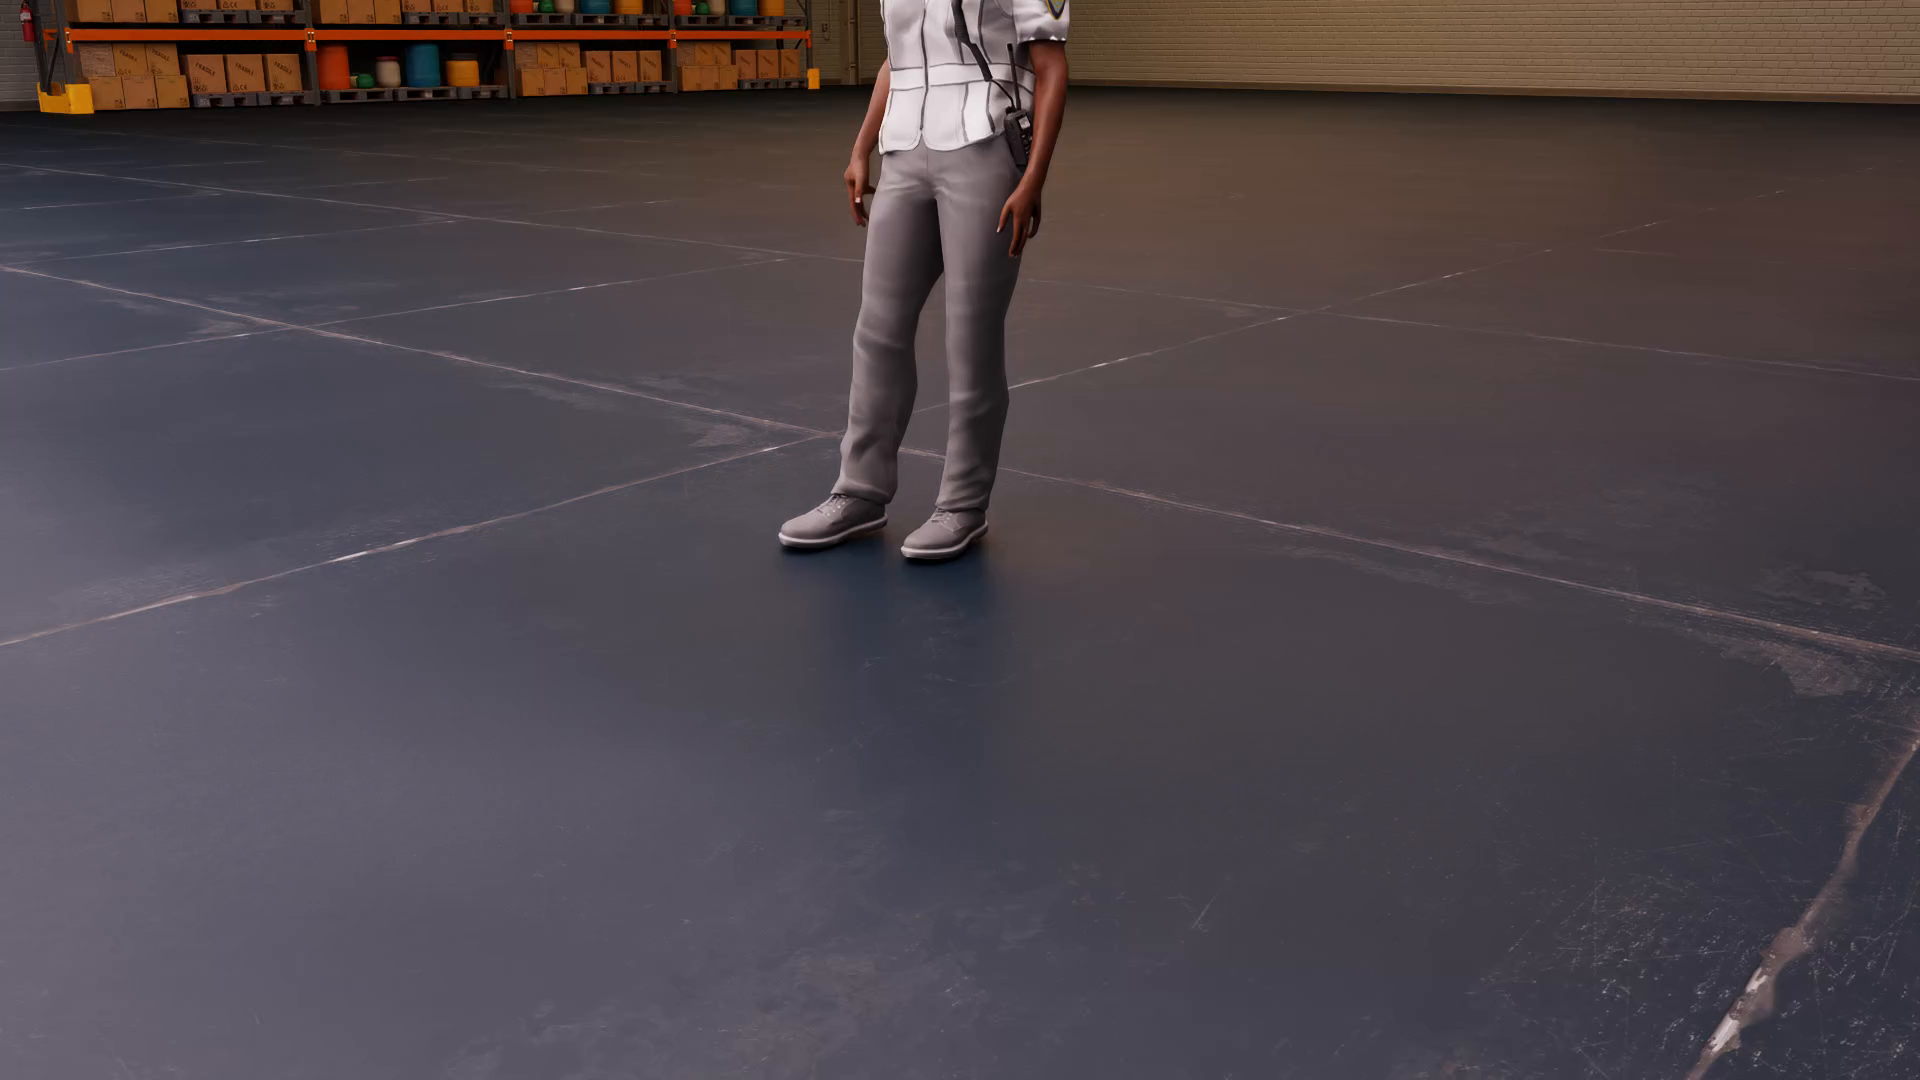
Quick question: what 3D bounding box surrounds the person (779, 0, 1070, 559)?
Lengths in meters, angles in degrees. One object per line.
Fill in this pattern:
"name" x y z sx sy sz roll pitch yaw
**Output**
"person" -0.063 -0.805 3.650 0.569 1.695 0.528 13 21 37
